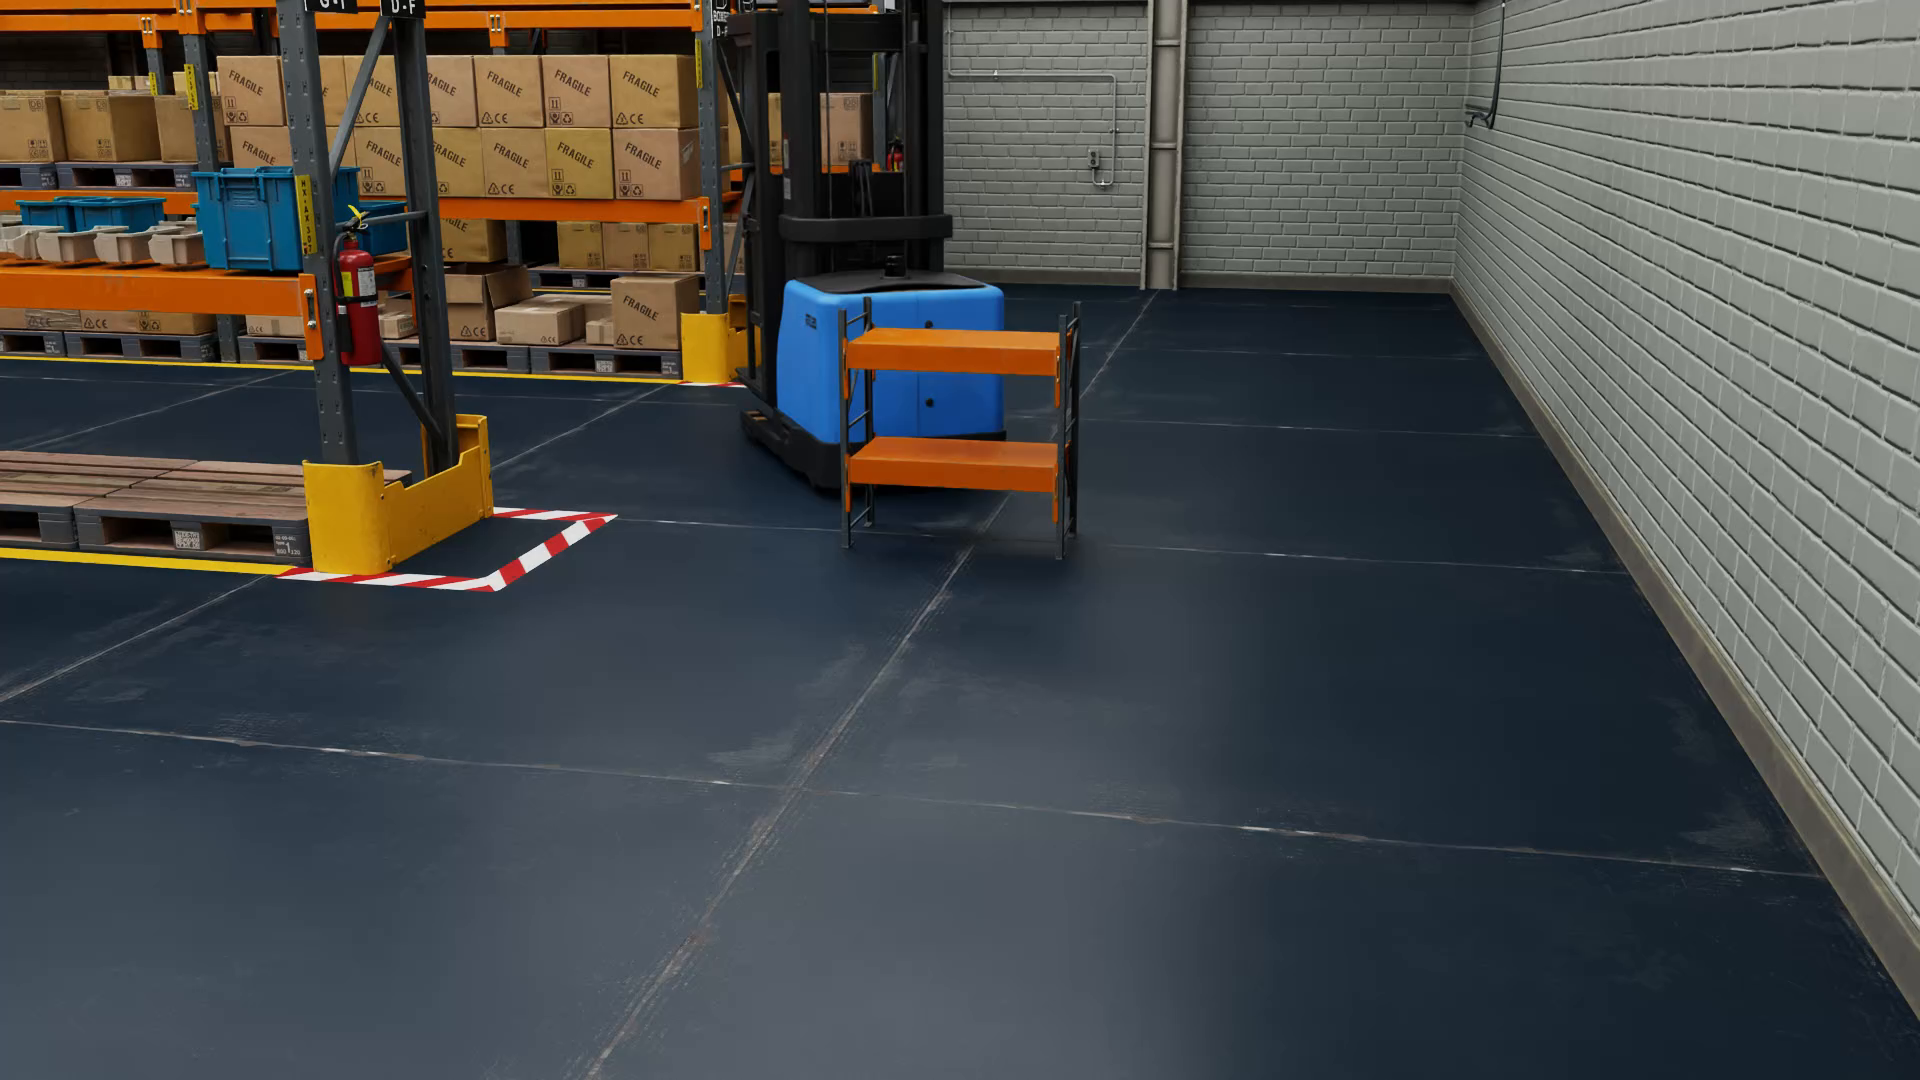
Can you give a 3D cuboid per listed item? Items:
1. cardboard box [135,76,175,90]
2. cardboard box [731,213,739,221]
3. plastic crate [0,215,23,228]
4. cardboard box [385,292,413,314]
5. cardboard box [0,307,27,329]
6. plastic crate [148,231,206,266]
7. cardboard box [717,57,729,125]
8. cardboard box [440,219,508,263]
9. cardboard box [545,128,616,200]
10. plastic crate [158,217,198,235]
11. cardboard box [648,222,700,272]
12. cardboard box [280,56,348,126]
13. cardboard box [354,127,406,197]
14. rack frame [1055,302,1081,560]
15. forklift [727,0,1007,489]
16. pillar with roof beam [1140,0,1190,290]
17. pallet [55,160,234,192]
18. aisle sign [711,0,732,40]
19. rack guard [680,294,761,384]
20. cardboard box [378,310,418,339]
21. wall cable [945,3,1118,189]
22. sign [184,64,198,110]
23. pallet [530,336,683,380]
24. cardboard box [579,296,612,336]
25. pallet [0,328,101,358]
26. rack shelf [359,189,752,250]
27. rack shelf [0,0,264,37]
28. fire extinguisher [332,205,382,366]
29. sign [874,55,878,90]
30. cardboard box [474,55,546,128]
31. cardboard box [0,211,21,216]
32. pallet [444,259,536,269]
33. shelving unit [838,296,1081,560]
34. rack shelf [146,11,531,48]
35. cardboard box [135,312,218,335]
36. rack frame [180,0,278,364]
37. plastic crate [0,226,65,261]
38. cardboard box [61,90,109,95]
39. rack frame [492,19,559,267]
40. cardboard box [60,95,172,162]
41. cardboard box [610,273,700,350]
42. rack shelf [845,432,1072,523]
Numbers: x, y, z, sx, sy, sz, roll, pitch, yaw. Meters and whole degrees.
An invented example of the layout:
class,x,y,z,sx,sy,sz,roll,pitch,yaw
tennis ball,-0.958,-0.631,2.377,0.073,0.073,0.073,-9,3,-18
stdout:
class,x,y,z,sx,sy,sz,roll,pitch,yaw
cardboard box,-8.882,-5.044,18.355,0.250,0.149,0.380,1,16,4
cardboard box,-2.233,-3.455,17.528,0.250,0.149,0.380,3,16,12
plastic crate,-4.826,-1.544,8.328,0.466,0.136,0.293,3,16,11
cardboard box,-4.252,-1.872,13.343,0.500,0.311,0.500,3,16,11
cardboard box,-7.615,-1.992,13.423,0.500,0.500,0.500,3,16,9
plastic crate,-3.508,-1.341,7.596,0.243,0.136,0.396,3,16,11
cardboard box,-2.064,-3.361,12.448,0.500,0.500,0.500,4,16,13
cardboard box,-5.281,-3.415,17.940,0.750,0.750,0.750,3,16,12
cardboard box,-2.684,-2.766,12.172,0.500,0.500,0.500,3,16,12
plastic crate,-3.812,-1.519,8.239,0.298,0.136,0.250,3,16,11
cardboard box,-2.912,-3.123,17.544,0.500,0.500,0.700,3,16,12
cardboard box,-4.690,-3.356,12.427,0.500,0.500,0.500,3,16,9
cardboard box,-4.164,-2.848,12.466,0.500,0.500,0.500,3,16,11
rack frame,0.505,-0.515,7.743,0.032,1.125,0.500,3,16,11
forklift,-0.719,-2.030,9.830,1.130,2.935,3.031,-5,16,-19
pillar with roof beam,1.262,-5.882,12.371,0.400,9.000,9.100,3,16,11
pallet,-6.363,-2.930,13.311,1.213,0.211,1.003,3,16,11
aisle sign,-1.676,-3.908,11.611,0.004,0.787,0.394,3,16,11
rack guard,-1.756,-1.538,12.609,0.348,0.500,1.175,3,16,11
cardboard box,-4.384,-1.676,12.906,0.250,0.166,0.380,3,16,11
wall cable,0.745,-4.704,17.451,1.851,1.984,0.084,3,16,11
sign,-5.709,-3.364,12.349,0.005,0.325,0.100,3,16,11
pallet,-2.538,-1.441,12.799,1.213,0.211,1.003,3,16,11
cardboard box,-2.648,-1.755,13.037,0.500,0.250,0.500,3,16,11
pallet,-7.605,-1.705,13.753,1.213,0.211,1.003,3,16,11
rack shelf,-3.642,-2.499,12.740,4.000,0.370,1.077,3,16,11
rack shelf,-7.562,-4.157,13.108,4.000,0.370,1.077,3,16,11
fire extinguisher,-2.615,-1.099,7.185,0.183,0.674,0.296,3,16,11
sign,-0.820,-4.566,16.243,0.005,0.325,0.100,3,16,11
cardboard box,-3.177,-3.274,12.131,0.500,0.500,0.500,4,16,13
cardboard box,-10.725,-3.594,19.205,0.500,0.500,0.700,3,16,12
pallet,-5.389,-2.925,18.157,1.213,0.211,1.003,3,16,11
shelving unit,0.007,-0.542,7.841,1.048,1.125,0.538,3,16,11
rack shelf,-6.578,-5.453,17.787,4.000,0.370,1.077,3,16,11
cardboard box,-6.142,-1.910,13.128,0.500,0.500,0.500,3,16,11
rack frame,-5.602,-2.952,13.029,0.127,3.000,1.000,3,16,11
plastic crate,-4.361,-1.380,7.735,0.250,0.136,0.298,3,16,11
cardboard box,-9.554,-4.766,18.566,0.500,0.500,0.700,2,16,6
rack frame,-4.618,-4.248,17.707,0.127,3.000,1.000,3,16,11
cardboard box,-6.708,-3.306,13.334,0.500,0.500,0.700,6,16,20
cardboard box,-2.264,-1.711,12.407,0.500,0.500,0.500,3,16,11
rack shelf,0.007,-0.306,7.906,1.000,0.278,0.538,3,16,11
